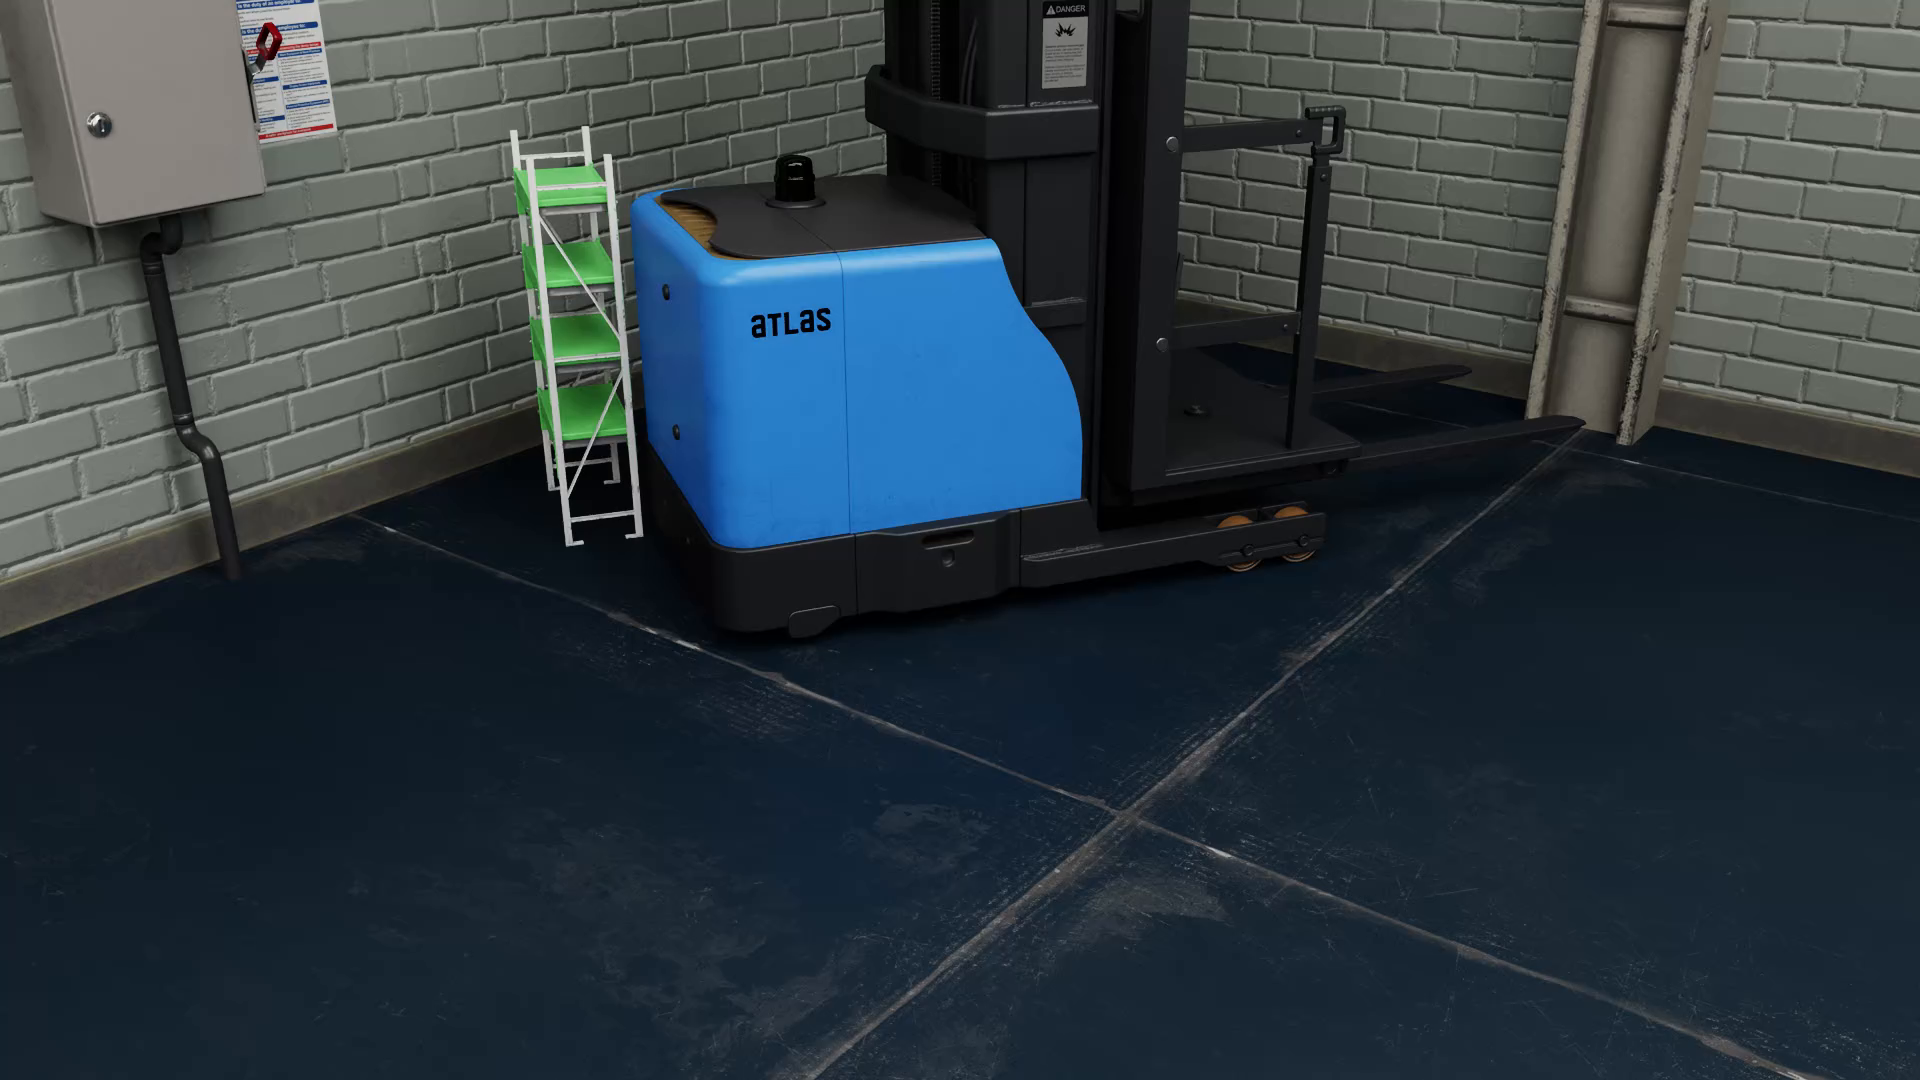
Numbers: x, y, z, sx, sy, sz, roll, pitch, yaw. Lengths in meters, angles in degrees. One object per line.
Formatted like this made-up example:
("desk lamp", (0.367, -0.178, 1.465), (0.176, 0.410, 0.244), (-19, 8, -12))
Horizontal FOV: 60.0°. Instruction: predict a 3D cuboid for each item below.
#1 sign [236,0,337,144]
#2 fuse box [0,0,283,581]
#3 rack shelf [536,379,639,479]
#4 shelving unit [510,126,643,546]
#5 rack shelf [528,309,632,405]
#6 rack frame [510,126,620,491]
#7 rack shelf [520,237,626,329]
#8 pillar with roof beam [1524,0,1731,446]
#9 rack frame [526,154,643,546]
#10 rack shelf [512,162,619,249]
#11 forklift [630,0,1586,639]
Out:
("sign", (-2.013, -1.430, 4.893), (0.001, 0.494, 0.329), (17, 29, 33))
("fuse box", (-2.144, -0.674, 4.659), (0.414, 1.711, 0.539), (17, 29, 33))
("rack shelf", (-1.200, -0.362, 5.338), (0.258, 0.148, 0.480), (-8, 25, -17))
("shelving unit", (-1.200, -0.641, 5.216), (0.258, 1.200, 0.503), (-8, 25, -17))
("rack shelf", (-1.200, -0.582, 5.241), (0.258, 0.148, 0.480), (-8, 25, -17))
("rack frame", (-1.280, -0.734, 5.427), (0.240, 1.200, 0.015), (-8, 25, -17))
("rack shelf", (-1.200, -0.802, 5.145), (0.258, 0.148, 0.480), (-8, 25, -17))
("pillar with roof beam", (-0.219, -3.167, 1.278), (0.400, 9.000, 9.100), (17, 29, 33))
("rack frame", (-1.121, -0.548, 5.005), (0.240, 1.200, 0.015), (-8, 25, -17))
("rack shelf", (-1.200, -1.021, 5.048), (0.258, 0.148, 0.480), (-8, 25, -17))
("forklift", (0.579, -1.433, 4.868), (3.031, 2.935, 1.130), (-9, 25, -20))
